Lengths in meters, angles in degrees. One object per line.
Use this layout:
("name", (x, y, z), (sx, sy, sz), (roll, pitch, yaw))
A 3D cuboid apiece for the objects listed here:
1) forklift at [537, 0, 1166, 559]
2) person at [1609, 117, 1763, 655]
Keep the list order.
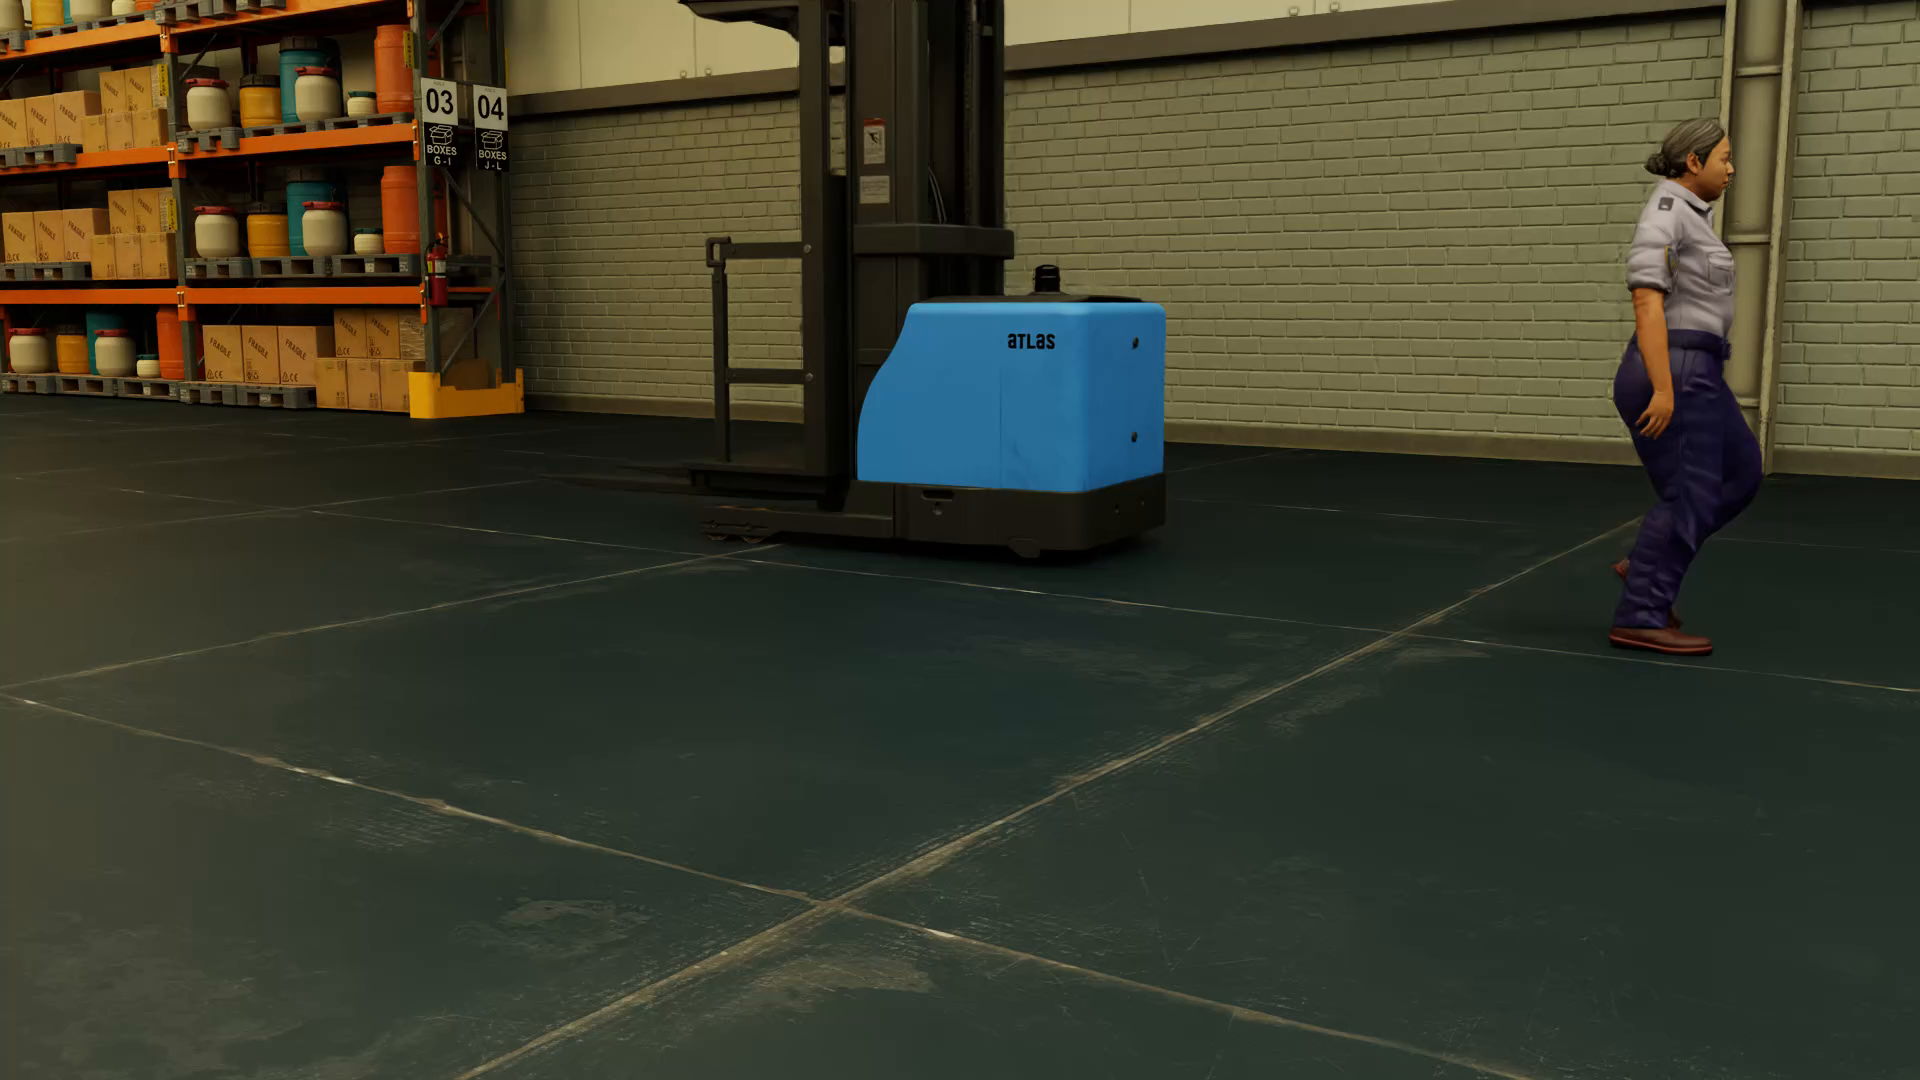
("forklift", (-0.611, -1.494, 7.697), (3.031, 2.935, 1.130), (4, 9, 27))
("person", (2.267, -0.472, 5.149), (0.457, 1.631, 0.613), (3, 9, 21))
